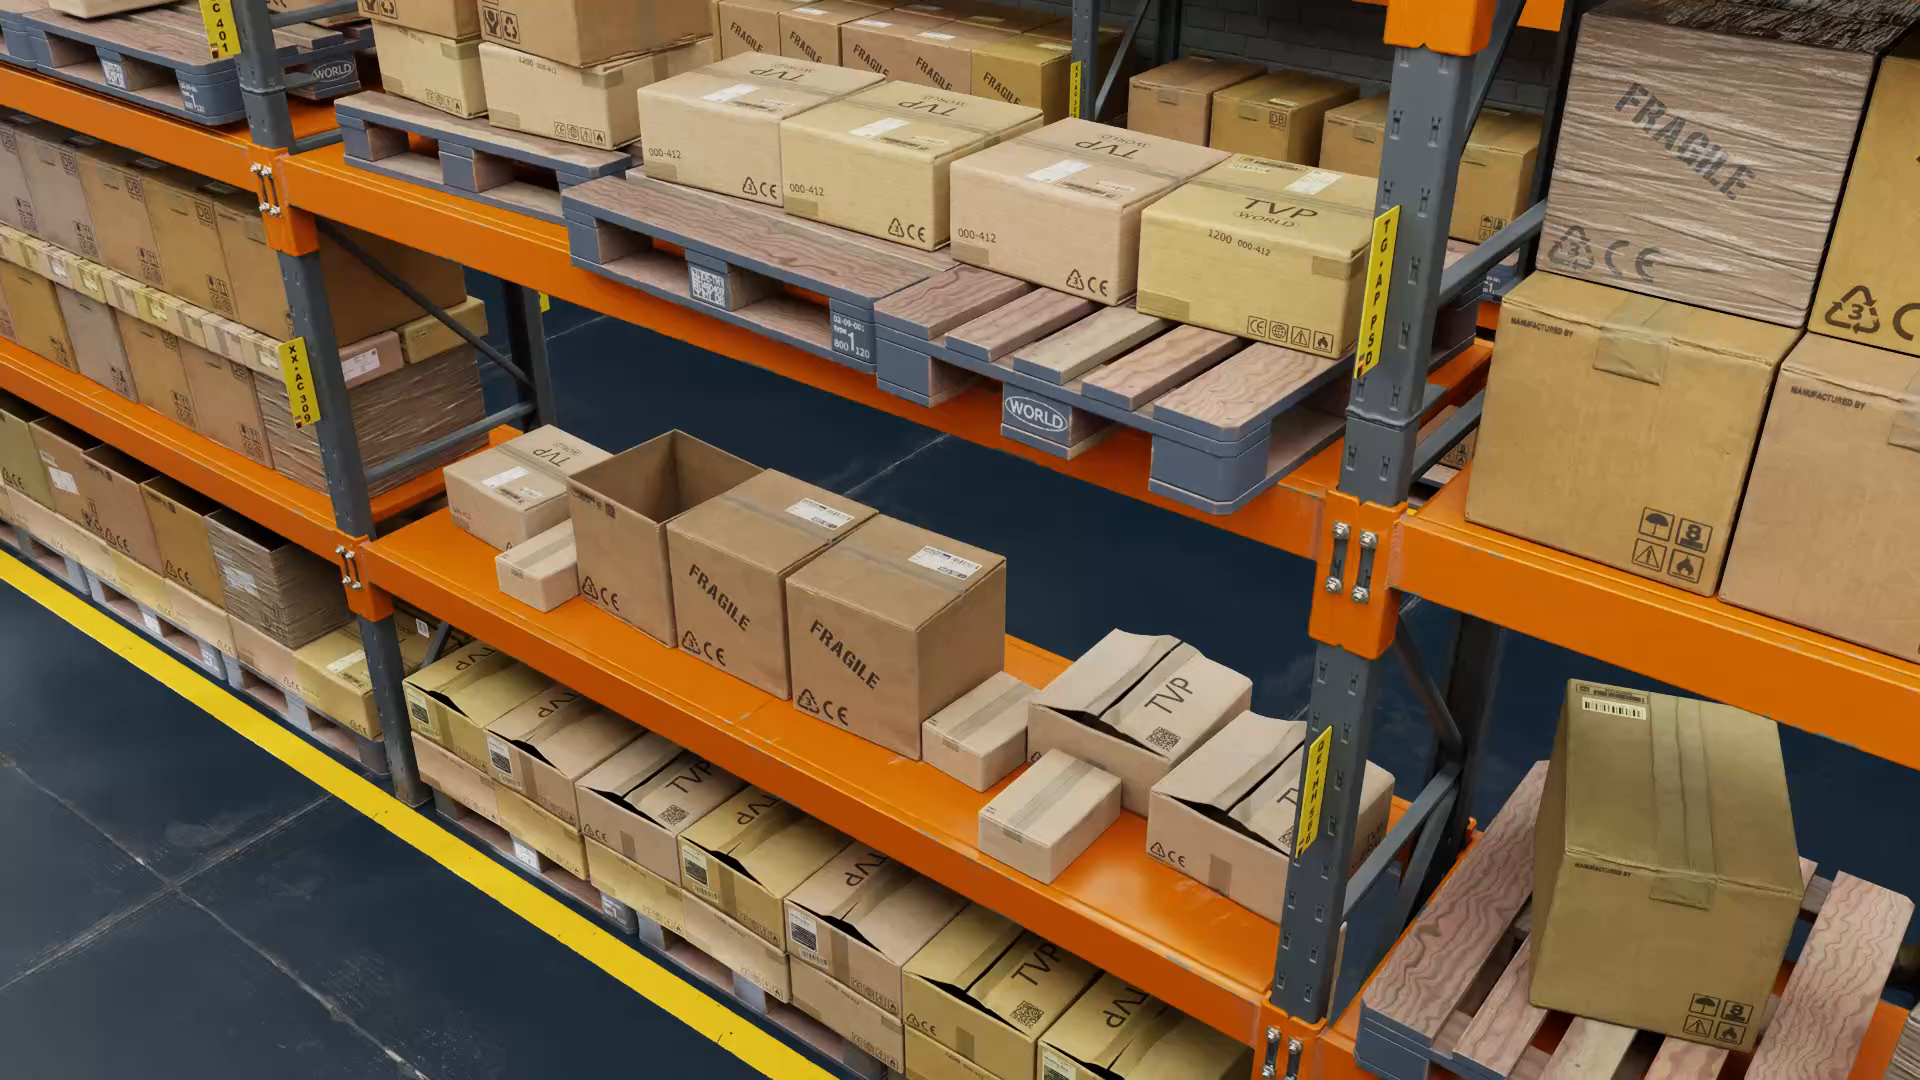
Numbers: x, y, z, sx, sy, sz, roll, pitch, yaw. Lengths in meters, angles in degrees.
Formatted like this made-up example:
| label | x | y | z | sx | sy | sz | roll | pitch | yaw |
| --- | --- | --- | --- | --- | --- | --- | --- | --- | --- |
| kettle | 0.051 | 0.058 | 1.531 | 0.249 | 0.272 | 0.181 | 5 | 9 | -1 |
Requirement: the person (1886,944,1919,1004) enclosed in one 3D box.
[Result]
| label | x | y | z | sx | sy | sz | roll | pitch | yaw |
| --- | --- | --- | --- | --- | --- | --- | --- | --- | --- |
| person | 3.648 | 1.098 | 5.281 | 1.032 | 1.739 | 0.616 | 17 | 35 | 27 |
